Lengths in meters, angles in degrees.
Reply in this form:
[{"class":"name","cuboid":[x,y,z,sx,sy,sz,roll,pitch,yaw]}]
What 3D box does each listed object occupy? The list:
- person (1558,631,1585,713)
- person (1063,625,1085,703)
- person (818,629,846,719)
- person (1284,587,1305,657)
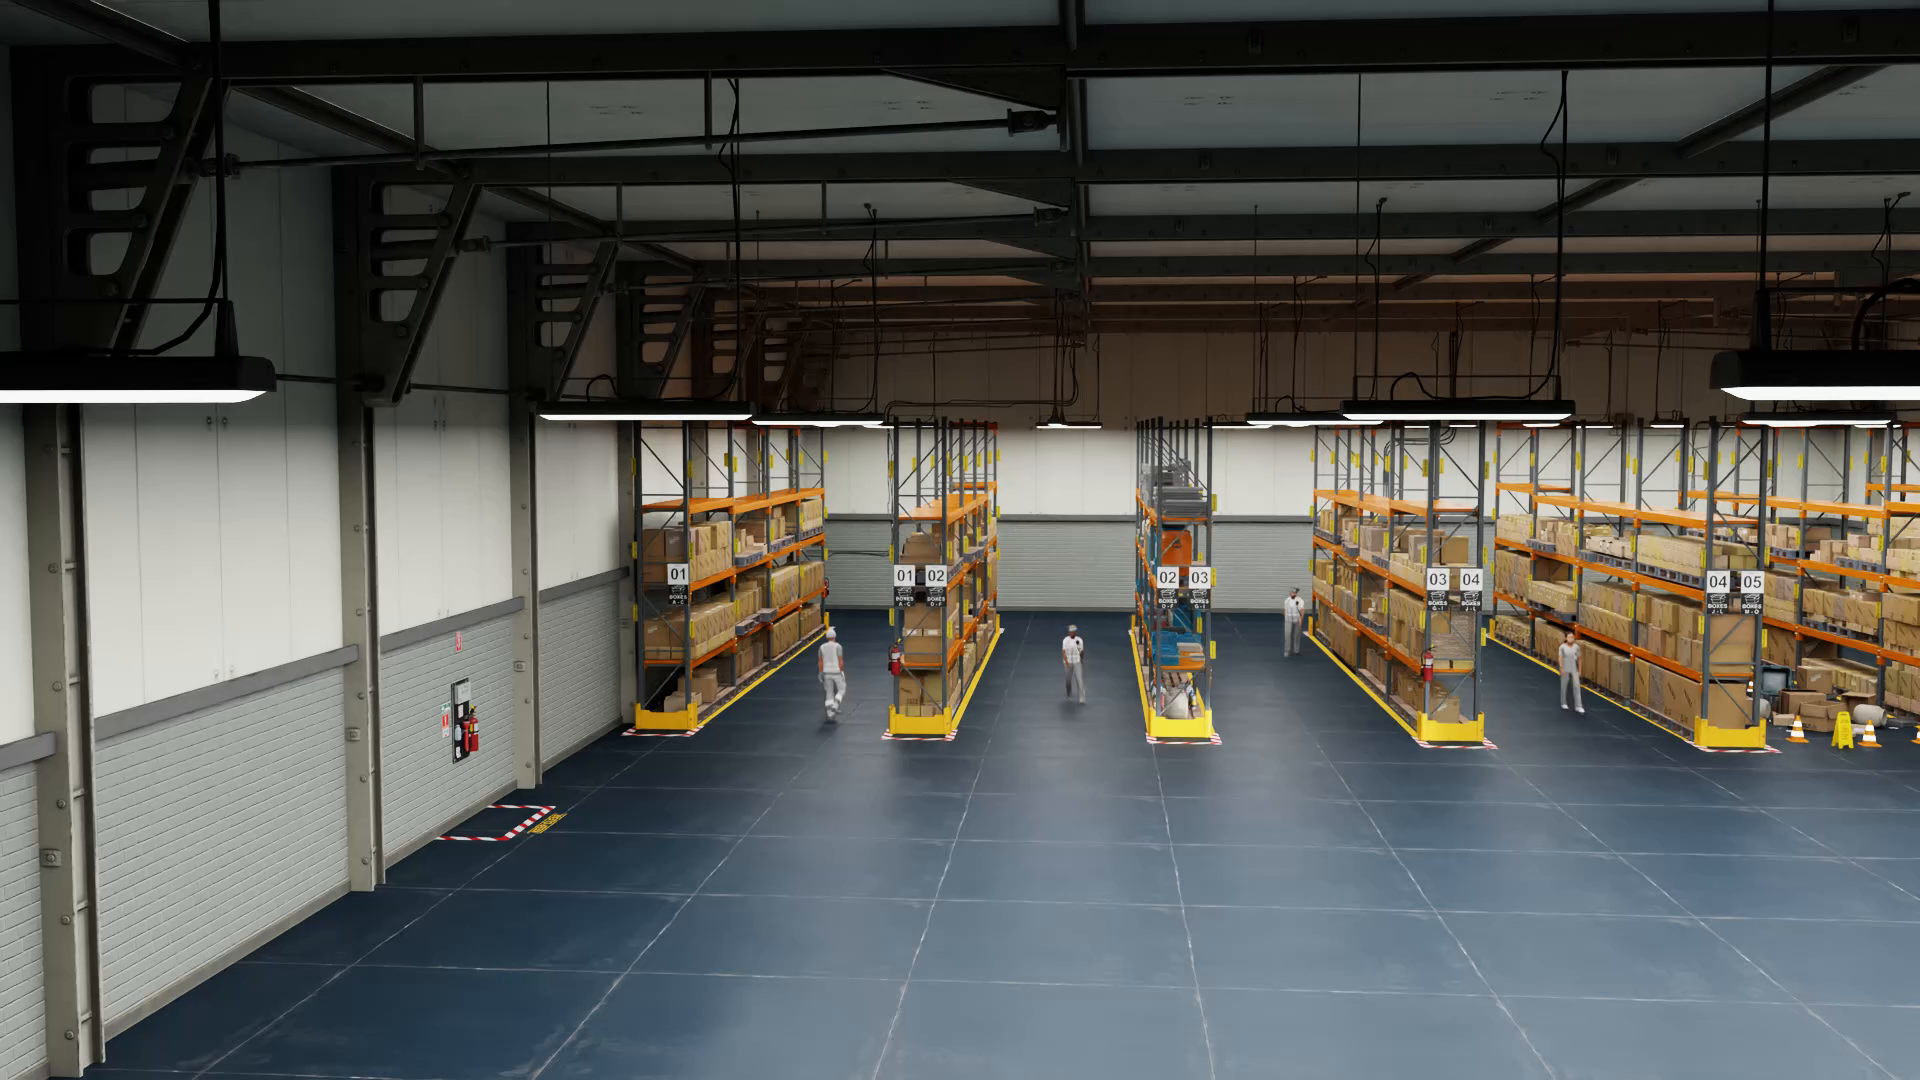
[{"class":"person","cuboid":[12.433,2.671,33.868,0.481,1.626,0.948,1,4,11]},{"class":"person","cuboid":[2.434,2.608,35.176,0.527,1.641,0.794,1,4,14]},{"class":"person","cuboid":[-2.558,2.667,33.093,0.579,1.781,0.514,1,4,15]},{"class":"person","cuboid":[8.546,2.070,42.526,0.525,1.767,0.955,1,4,15]}]
